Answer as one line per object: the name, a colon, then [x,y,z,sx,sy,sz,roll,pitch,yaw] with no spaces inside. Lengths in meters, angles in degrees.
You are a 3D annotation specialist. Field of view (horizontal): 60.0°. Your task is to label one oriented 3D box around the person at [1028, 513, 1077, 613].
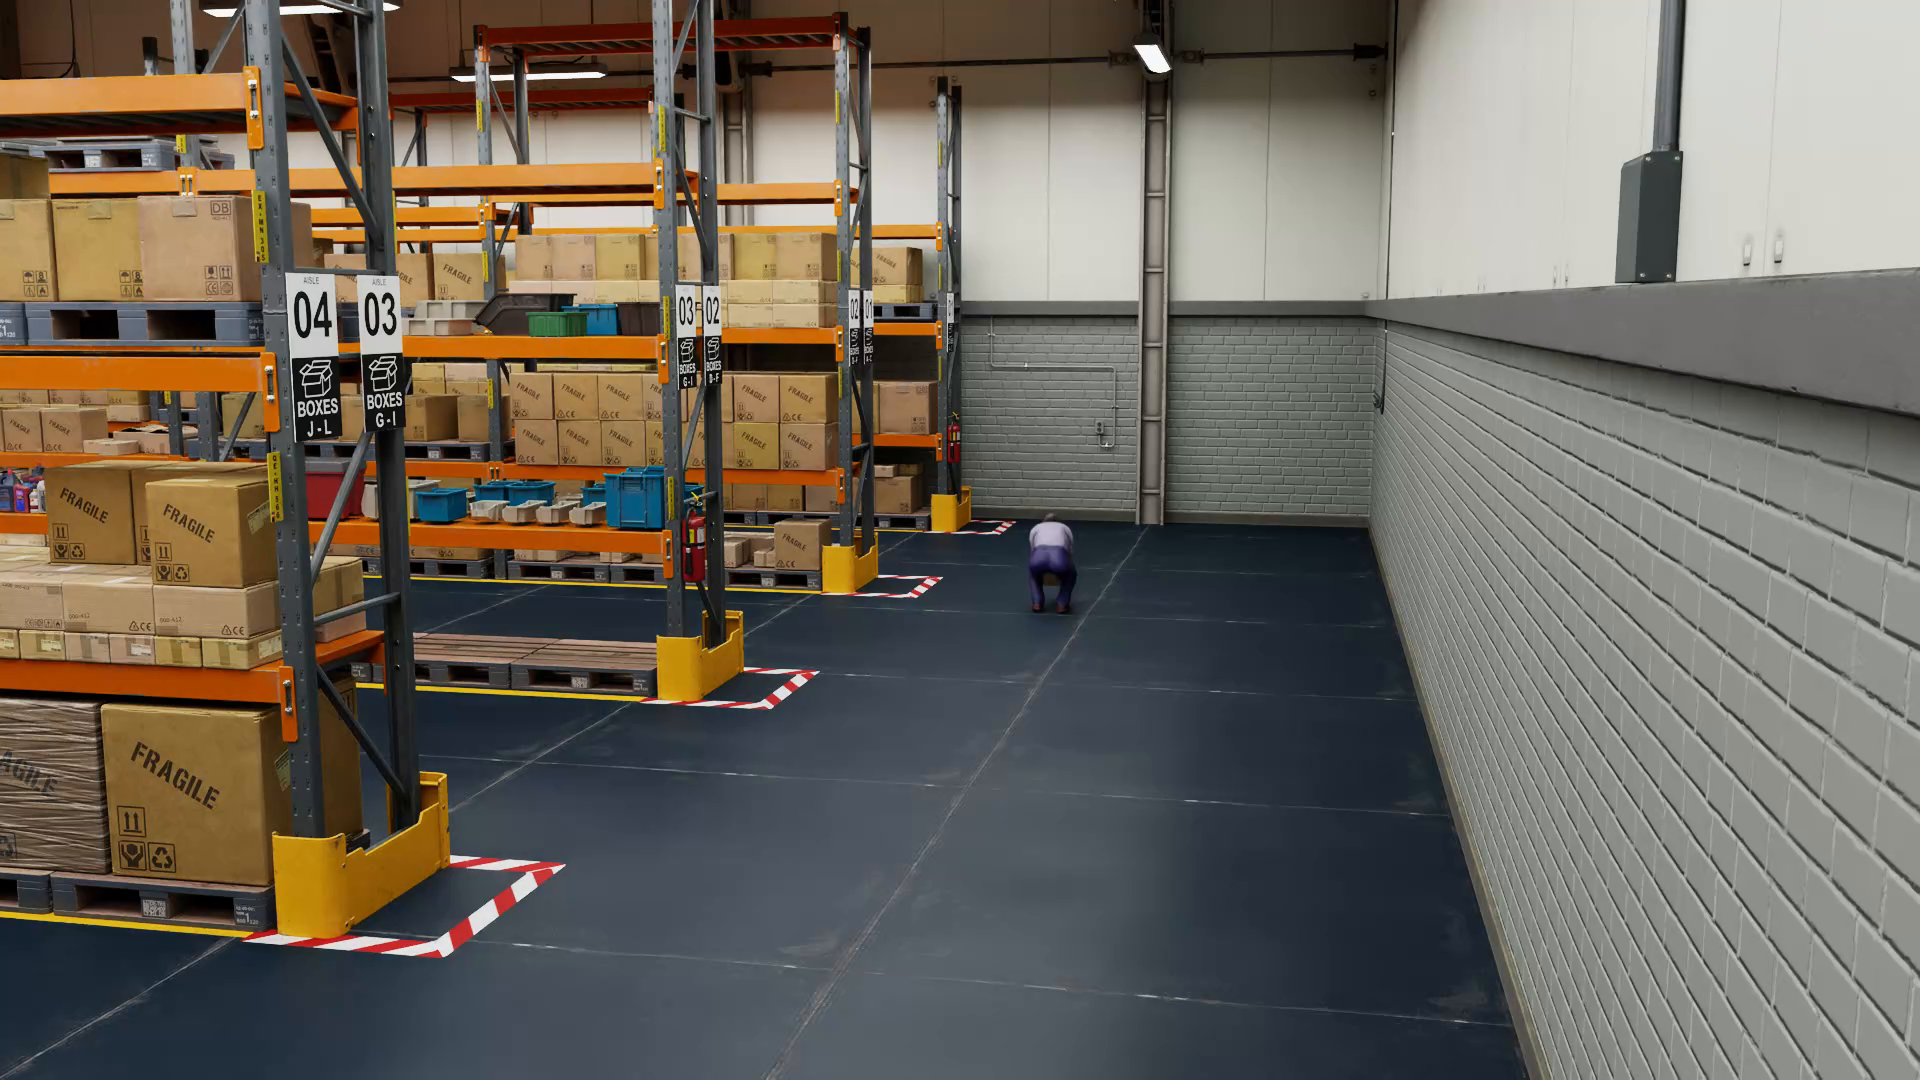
person: [0.928,0.238,16.763,0.501,0.939,0.857,1,8,10]
